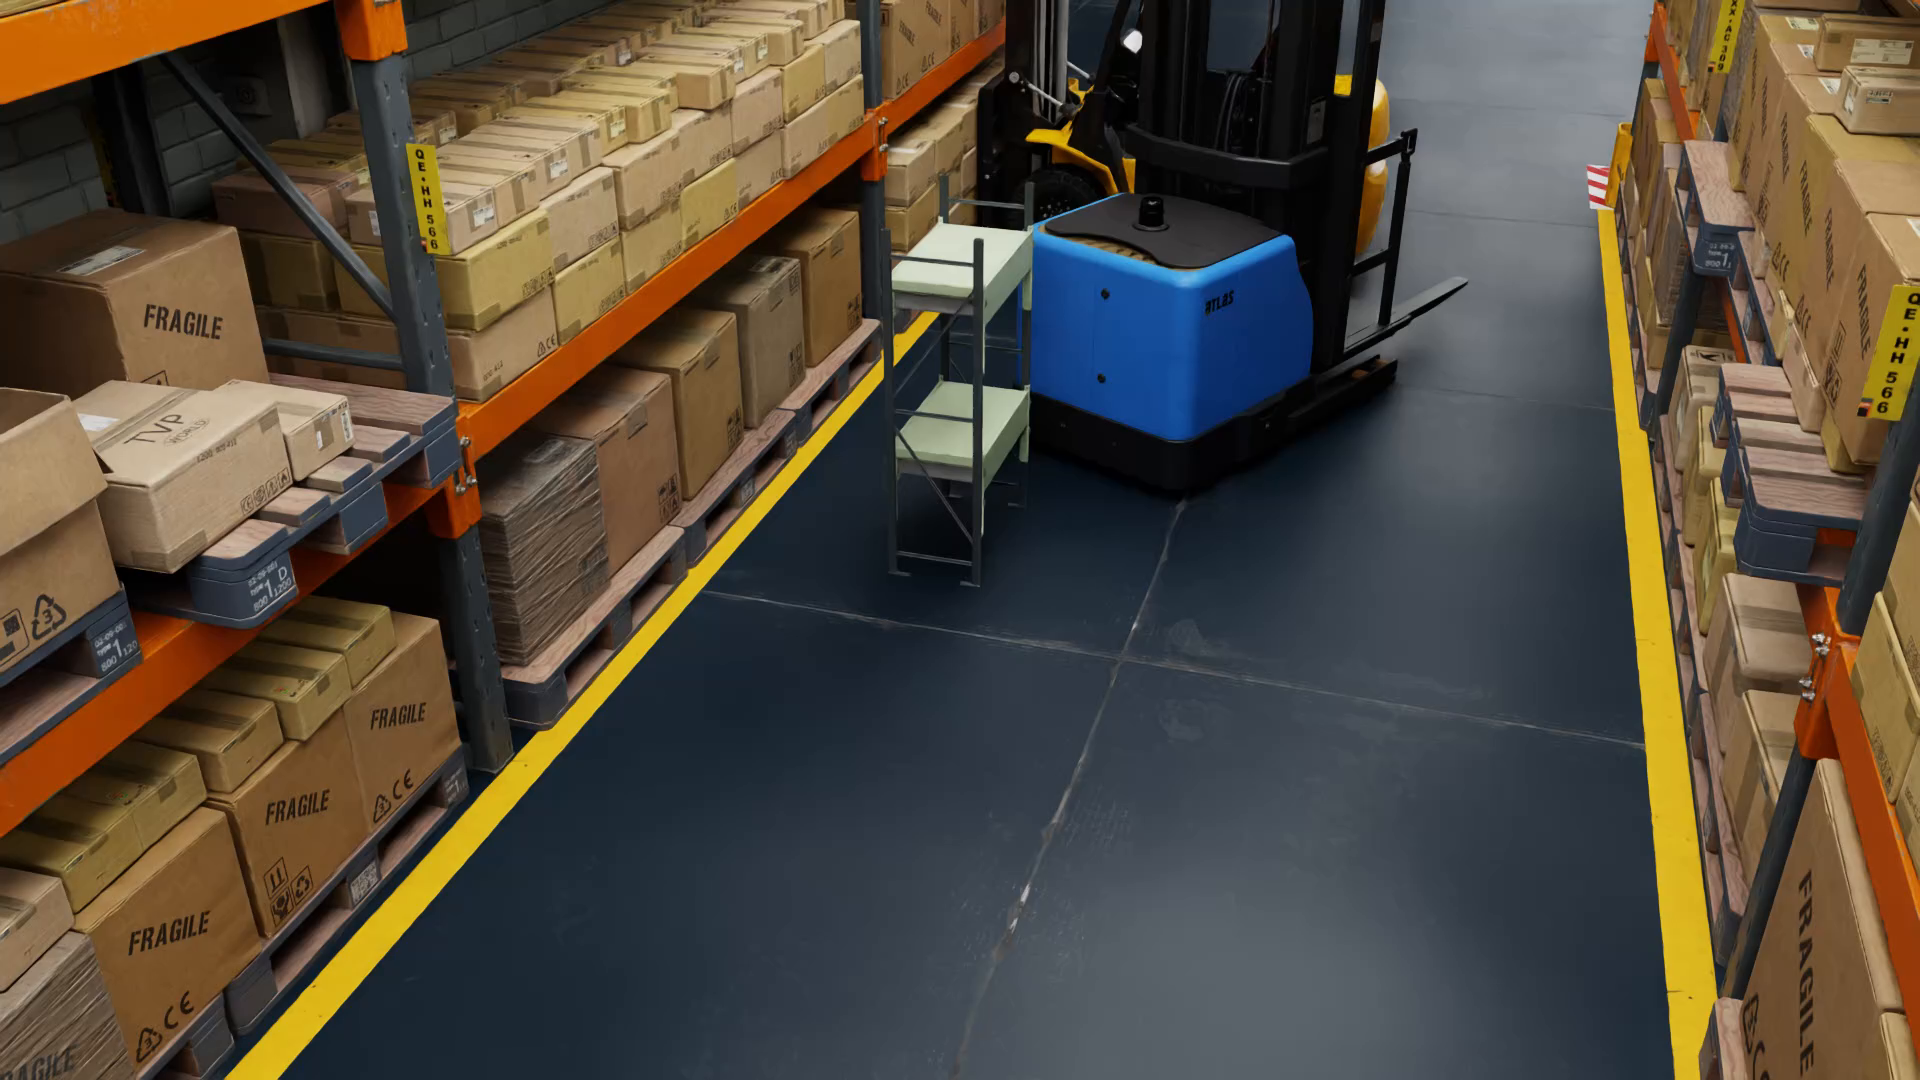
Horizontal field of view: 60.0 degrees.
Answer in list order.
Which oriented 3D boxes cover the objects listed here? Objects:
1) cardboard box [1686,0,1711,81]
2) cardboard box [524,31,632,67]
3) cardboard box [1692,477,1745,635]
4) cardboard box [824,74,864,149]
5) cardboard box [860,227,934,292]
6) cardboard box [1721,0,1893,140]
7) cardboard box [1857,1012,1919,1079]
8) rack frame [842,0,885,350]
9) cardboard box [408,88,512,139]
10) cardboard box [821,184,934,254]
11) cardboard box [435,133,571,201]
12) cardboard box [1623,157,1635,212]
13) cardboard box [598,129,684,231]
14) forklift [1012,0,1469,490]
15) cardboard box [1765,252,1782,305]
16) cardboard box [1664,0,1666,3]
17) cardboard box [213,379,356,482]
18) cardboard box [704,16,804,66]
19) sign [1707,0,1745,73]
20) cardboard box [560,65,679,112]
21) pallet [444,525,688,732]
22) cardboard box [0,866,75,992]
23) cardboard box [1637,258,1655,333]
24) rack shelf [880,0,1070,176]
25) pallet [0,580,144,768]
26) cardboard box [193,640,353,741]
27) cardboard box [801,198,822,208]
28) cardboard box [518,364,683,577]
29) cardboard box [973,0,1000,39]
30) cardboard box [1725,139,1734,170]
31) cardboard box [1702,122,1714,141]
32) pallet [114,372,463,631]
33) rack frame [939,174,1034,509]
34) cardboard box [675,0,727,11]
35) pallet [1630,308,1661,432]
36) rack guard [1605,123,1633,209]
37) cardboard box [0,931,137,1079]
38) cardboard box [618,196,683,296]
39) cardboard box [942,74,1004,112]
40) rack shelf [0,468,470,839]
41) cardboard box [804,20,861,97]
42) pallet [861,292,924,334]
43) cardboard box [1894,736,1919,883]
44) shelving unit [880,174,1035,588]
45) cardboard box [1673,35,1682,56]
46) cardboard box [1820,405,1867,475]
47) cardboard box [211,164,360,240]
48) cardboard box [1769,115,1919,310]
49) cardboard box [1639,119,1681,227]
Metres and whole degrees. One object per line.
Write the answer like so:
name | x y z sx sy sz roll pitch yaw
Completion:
cardboard box | 4.038 -2.639 8.499 0.500 0.500 0.500 9 30 16
cardboard box | -1.626 -2.057 7.093 0.380 0.149 0.250 8 30 14
cardboard box | 3.291 0.126 6.210 0.950 0.372 0.625 10 30 17
cardboard box | -0.791 -2.111 8.113 0.500 0.250 0.500 9 30 16
cardboard box | -0.435 -1.607 9.450 0.500 0.250 0.500 9 30 15
cardboard box | 3.441 -1.922 6.778 0.500 0.500 0.500 9 30 16
cardboard box | 2.131 1.586 3.068 0.875 0.875 0.875 9 30 15
rack frame | -0.893 -2.448 8.565 1.000 3.000 0.127 8 30 15
cardboard box | -1.905 -1.580 6.234 0.380 0.149 0.250 8 30 15
cardboard box | -0.456 -1.829 9.334 0.500 0.250 0.500 8 30 15
cardboard box | -1.564 -1.270 5.676 0.380 0.149 0.250 9 30 16
cardboard box | 4.526 -2.247 10.600 0.500 0.250 0.500 8 30 14
cardboard box | -1.385 -1.386 6.297 0.500 0.250 0.500 8 30 14
forklift | 1.621 -2.135 8.073 1.130 2.935 3.031 24 37 36
cardboard box | 2.929 -0.873 5.561 0.380 0.149 0.250 8 30 13
cardboard box | 4.623 -3.593 10.215 0.500 0.500 0.500 8 30 14
cardboard box | -1.893 -0.303 4.535 0.380 0.149 0.250 9 30 16
cardboard box | -0.912 -2.215 7.375 0.380 0.149 0.250 8 30 13
sign | 3.332 -2.193 7.217 0.100 0.325 0.005 8 30 15
cardboard box | -1.340 -1.758 6.555 0.380 0.149 0.250 8 30 15
pallet | -1.788 0.253 6.579 1.003 0.211 1.213 8 30 15
cardboard box | -2.386 0.914 3.993 0.380 0.149 0.250 7 30 12
cardboard box | 3.916 -1.285 8.871 0.500 0.250 0.500 8 30 14
rack shelf | -0.306 -3.063 10.410 1.077 0.370 4.000 8 30 15
pallet | -2.634 0.399 3.644 1.003 0.211 1.213 8 30 15
cardboard box | -2.021 0.433 4.857 0.380 0.149 0.250 7 30 12
cardboard box | -0.946 -1.904 9.469 0.500 0.250 0.500 8 30 14
cardboard box | -1.687 -0.327 6.764 0.875 0.625 0.625 9 30 17
cardboard box | -0.061 -3.371 10.121 0.500 0.500 0.500 9 30 15
cardboard box | 3.389 -1.603 6.873 0.380 0.149 0.250 9 30 16
cardboard box | 3.656 -1.824 7.702 0.380 0.149 0.250 8 30 14
pallet | -2.199 -0.180 4.686 1.213 0.211 1.003 8 30 15
rack frame | 0.109 -0.829 7.197 0.400 1.500 0.023 8 30 15
cardboard box | -1.330 -2.525 7.933 0.380 0.149 0.250 7 30 13
pallet | 4.016 -0.840 8.543 1.003 0.211 1.213 8 30 15
rack guard | 5.005 -2.473 11.180 1.175 0.500 0.348 8 30 15
cardboard box | -2.429 1.266 4.028 0.500 0.500 0.500 7 30 13
cardboard box | -1.407 -1.168 6.419 0.500 0.250 0.500 8 30 13
cardboard box | 0.005 -2.759 10.491 0.500 0.250 0.500 8 30 14
rack shelf | -2.654 0.655 3.727 1.077 0.370 4.000 8 30 15
cardboard box | -0.793 -2.336 8.004 0.500 0.250 0.500 8 30 14
pallet | -0.620 -1.593 9.896 1.003 0.211 1.213 8 30 15
cardboard box | 2.161 0.616 3.212 0.500 0.250 0.500 8 30 13
shelving unit | 0.002 -0.659 6.891 0.431 1.500 0.755 8 30 15
cardboard box | 4.351 -2.895 9.626 0.380 0.149 0.250 9 30 16
cardboard box | 2.560 -0.277 4.489 0.380 0.149 0.250 9 30 16
cardboard box | -2.165 -1.096 5.365 0.380 0.149 0.250 9 30 16
cardboard box | 2.835 -0.967 5.062 0.500 0.500 0.500 6 30 11
cardboard box | 4.215 -2.088 9.542 0.500 0.500 0.500 9 30 16
